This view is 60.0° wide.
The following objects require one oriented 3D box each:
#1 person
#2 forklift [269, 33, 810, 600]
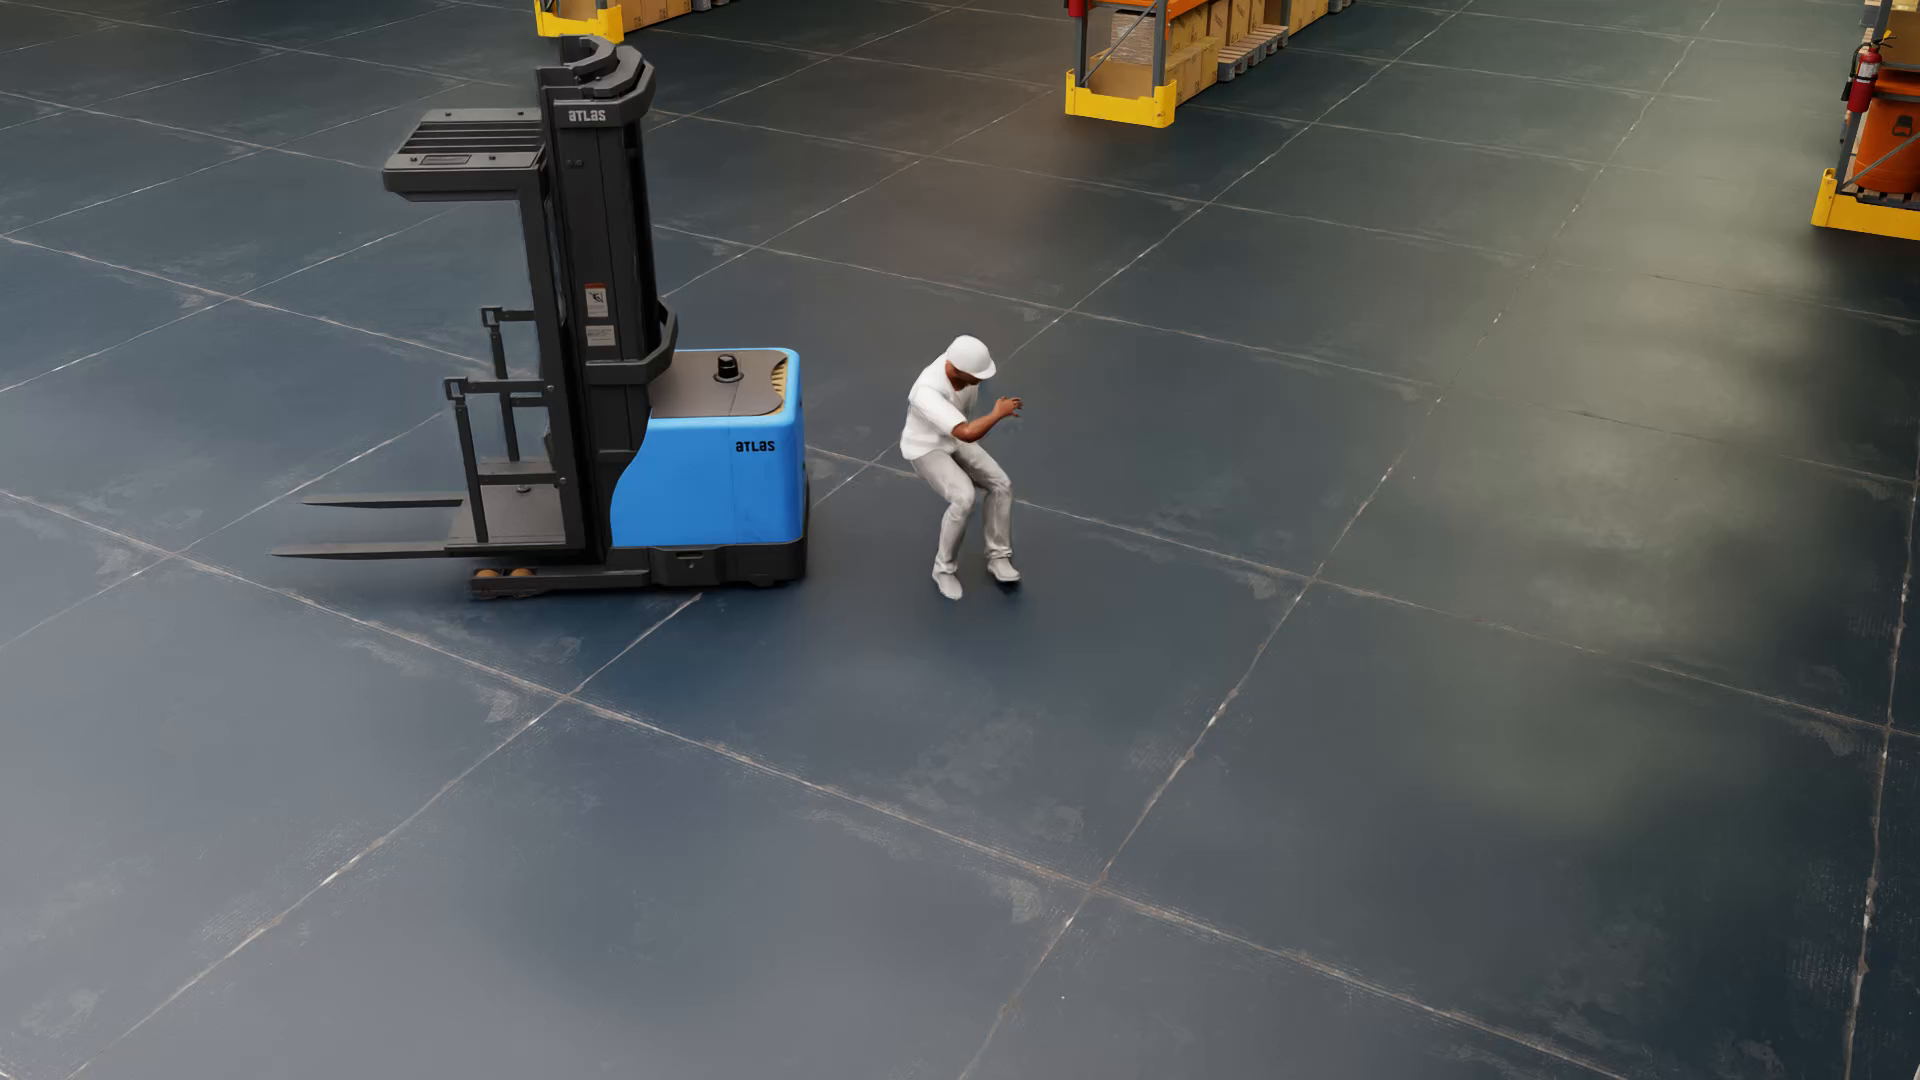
[{"bbox_3d":[0.129,-0.577,9.618,0.945,1.459,1.237,19,35,29],"label":"person"},{"bbox_3d":[-2.422,-1.205,9.158,3.031,2.935,1.130,-2,30,-3],"label":"forklift"}]
